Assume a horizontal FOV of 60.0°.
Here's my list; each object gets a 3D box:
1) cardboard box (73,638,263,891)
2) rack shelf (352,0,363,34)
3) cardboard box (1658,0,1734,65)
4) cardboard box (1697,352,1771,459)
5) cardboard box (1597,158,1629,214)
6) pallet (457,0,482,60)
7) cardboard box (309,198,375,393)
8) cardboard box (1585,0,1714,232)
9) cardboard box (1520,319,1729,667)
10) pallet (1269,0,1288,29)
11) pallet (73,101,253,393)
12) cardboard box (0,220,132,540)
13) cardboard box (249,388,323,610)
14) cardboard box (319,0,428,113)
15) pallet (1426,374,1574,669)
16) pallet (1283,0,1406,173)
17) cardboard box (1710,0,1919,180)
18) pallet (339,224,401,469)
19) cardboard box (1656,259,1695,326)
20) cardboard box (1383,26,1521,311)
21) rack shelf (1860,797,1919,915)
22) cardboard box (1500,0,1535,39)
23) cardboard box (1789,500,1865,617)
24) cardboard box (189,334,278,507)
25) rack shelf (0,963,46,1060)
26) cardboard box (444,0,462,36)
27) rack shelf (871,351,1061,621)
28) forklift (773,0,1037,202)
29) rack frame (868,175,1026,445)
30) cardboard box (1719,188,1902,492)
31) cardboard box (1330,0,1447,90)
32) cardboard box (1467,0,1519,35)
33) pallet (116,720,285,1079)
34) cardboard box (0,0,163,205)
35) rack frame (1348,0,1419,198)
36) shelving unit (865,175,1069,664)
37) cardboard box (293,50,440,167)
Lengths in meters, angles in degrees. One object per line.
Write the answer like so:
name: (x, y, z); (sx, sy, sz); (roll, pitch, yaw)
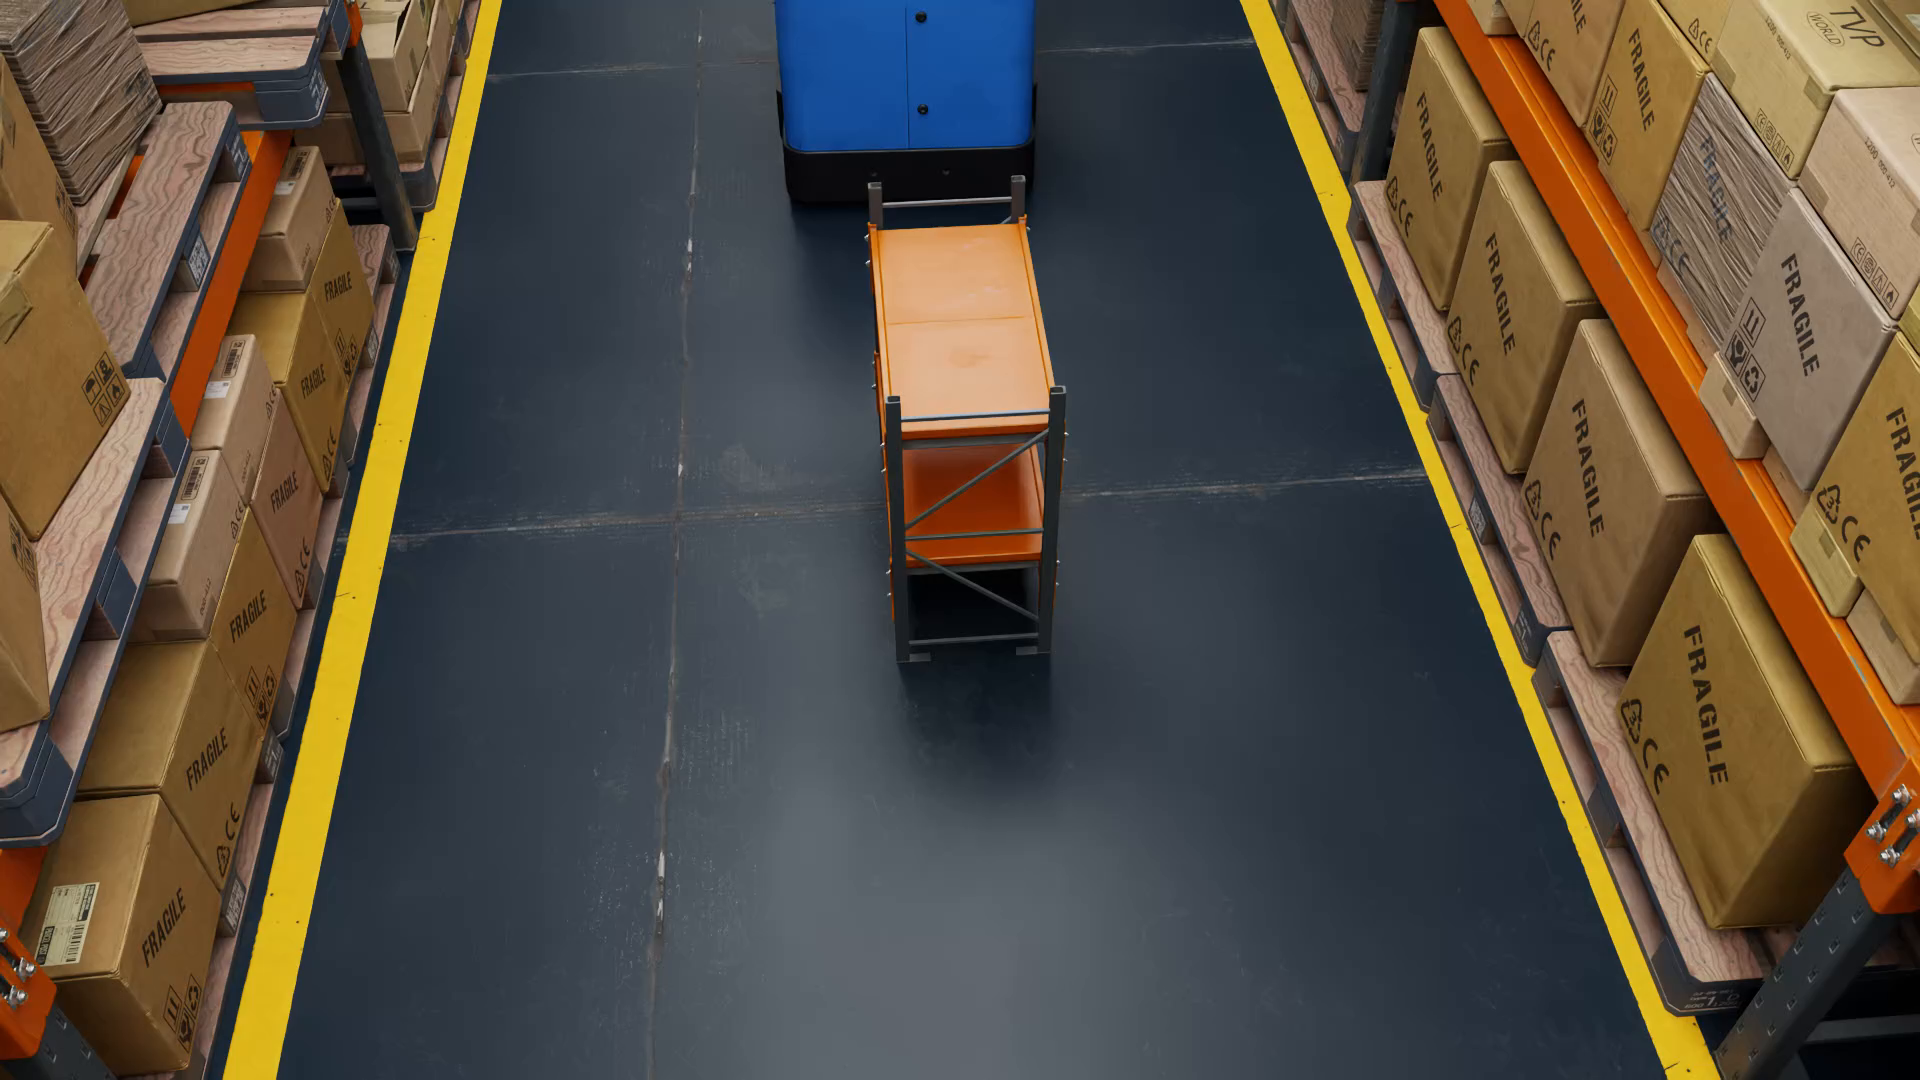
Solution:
cardboard box: (-2.275, 0.620, 4.515); (0.500, 0.500, 0.500); (-3, 47, -3)
rack shelf: (-2.924, -3.432, 7.430); (1.077, 0.370, 4.000); (-3, 47, -3)
cardboard box: (2.101, -1.474, 4.276); (0.500, 0.250, 0.500); (-4, 47, -4)
cardboard box: (2.102, -0.349, 4.174); (0.380, 0.149, 0.250); (-3, 47, -3)
cardboard box: (2.115, -1.095, 4.880); (0.380, 0.149, 0.250); (-3, 47, -3)
pallet: (-2.886, -2.752, 8.211); (1.003, 0.211, 1.213); (-3, 47, -3)
cardboard box: (-2.444, -0.862, 5.919); (0.500, 0.500, 0.500); (-2, 47, -2)
cardboard box: (2.091, -1.198, 4.531); (0.500, 0.500, 0.500); (-2, 47, -2)
cardboard box: (2.253, -0.152, 5.020); (0.750, 0.750, 0.750); (-2, 47, -2)
pallet: (2.017, -3.023, 8.468); (1.003, 0.211, 1.213); (-3, 47, -3)
pallet: (-2.589, -0.759, 4.536); (1.003, 0.211, 1.213); (-3, 47, -3)
cardboard box: (-2.359, -0.367, 3.674); (0.700, 0.500, 0.500); (3, 47, 3)
cardboard box: (-2.351, -0.108, 5.205); (0.500, 0.500, 0.500); (-5, 47, -5)
cardboard box: (-2.508, -2.021, 6.816); (0.500, 0.311, 0.500); (-2, 47, -2)
pallet: (2.269, -0.122, 5.720); (1.003, 0.211, 1.213); (-3, 47, -3)
pallet: (2.116, -2.143, 7.634); (1.003, 0.211, 1.213); (-3, 47, -3)
cardboard box: (2.144, -1.105, 3.927); (0.500, 0.250, 0.500); (-3, 47, -3)
pallet: (-2.732, -0.731, 6.297); (1.003, 0.211, 1.213); (-3, 47, -3)
cardboard box: (2.141, -0.712, 4.517); (0.380, 0.149, 0.250); (-5, 47, -4)
cardboard box: (2.110, -1.401, 6.202); (0.750, 0.750, 0.750); (-4, 47, -4)
rack shelf: (2.682, 2.052, 2.236); (1.077, 0.370, 4.000); (-3, 47, -3)
cardboard box: (2.000, -1.933, 5.227); (0.500, 0.500, 0.500); (-2, 47, -2)
cardboard box: (2.159, 0.029, 3.816); (0.380, 0.149, 0.250); (-3, 47, -3)
cardboard box: (-2.346, -0.339, 4.907); (0.500, 0.250, 0.500); (-4, 47, -4)
rack shelf: (-2.254, 2.356, 1.948); (1.077, 0.370, 4.000); (-3, 47, -3)
cardboard box: (-2.600, -2.567, 7.720); (0.500, 0.250, 0.500); (-5, 47, -4)
rack shelf: (0.001, -0.214, 5.514); (0.538, 0.278, 1.000); (-3, 47, -3)
forklift: (-0.275, -3.492, 7.038); (1.130, 2.935, 3.031); (-2, 47, -2)
rack frame: (-0.042, -0.750, 5.685); (0.500, 1.125, 0.032); (-3, 47, -3)
cardboard box: (2.172, -0.473, 3.844); (0.500, 0.500, 0.500); (-3, 47, -3)
cardboard box: (2.067, -2.346, 7.324); (0.700, 0.500, 0.500); (-3, 47, -3)
cardboard box: (1.927, -1.824, 5.571); (0.380, 0.149, 0.250); (-2, 47, -2)
pallet: (-2.527, 1.035, 4.625); (1.003, 0.211, 1.213); (-3, 47, -3)
cardboard box: (-2.705, -1.289, 4.547); (0.700, 0.500, 0.500); (4, 47, 4)
rack frame: (2.179, -2.536, 6.086); (1.000, 3.000, 0.127); (-3, 47, -3)
shelving unit: (0.001, -0.382, 5.337); (0.538, 1.125, 1.048); (-3, 47, -3)
cardboard box: (-2.508, -1.828, 7.020); (0.500, 0.250, 0.500); (-4, 47, -3)
